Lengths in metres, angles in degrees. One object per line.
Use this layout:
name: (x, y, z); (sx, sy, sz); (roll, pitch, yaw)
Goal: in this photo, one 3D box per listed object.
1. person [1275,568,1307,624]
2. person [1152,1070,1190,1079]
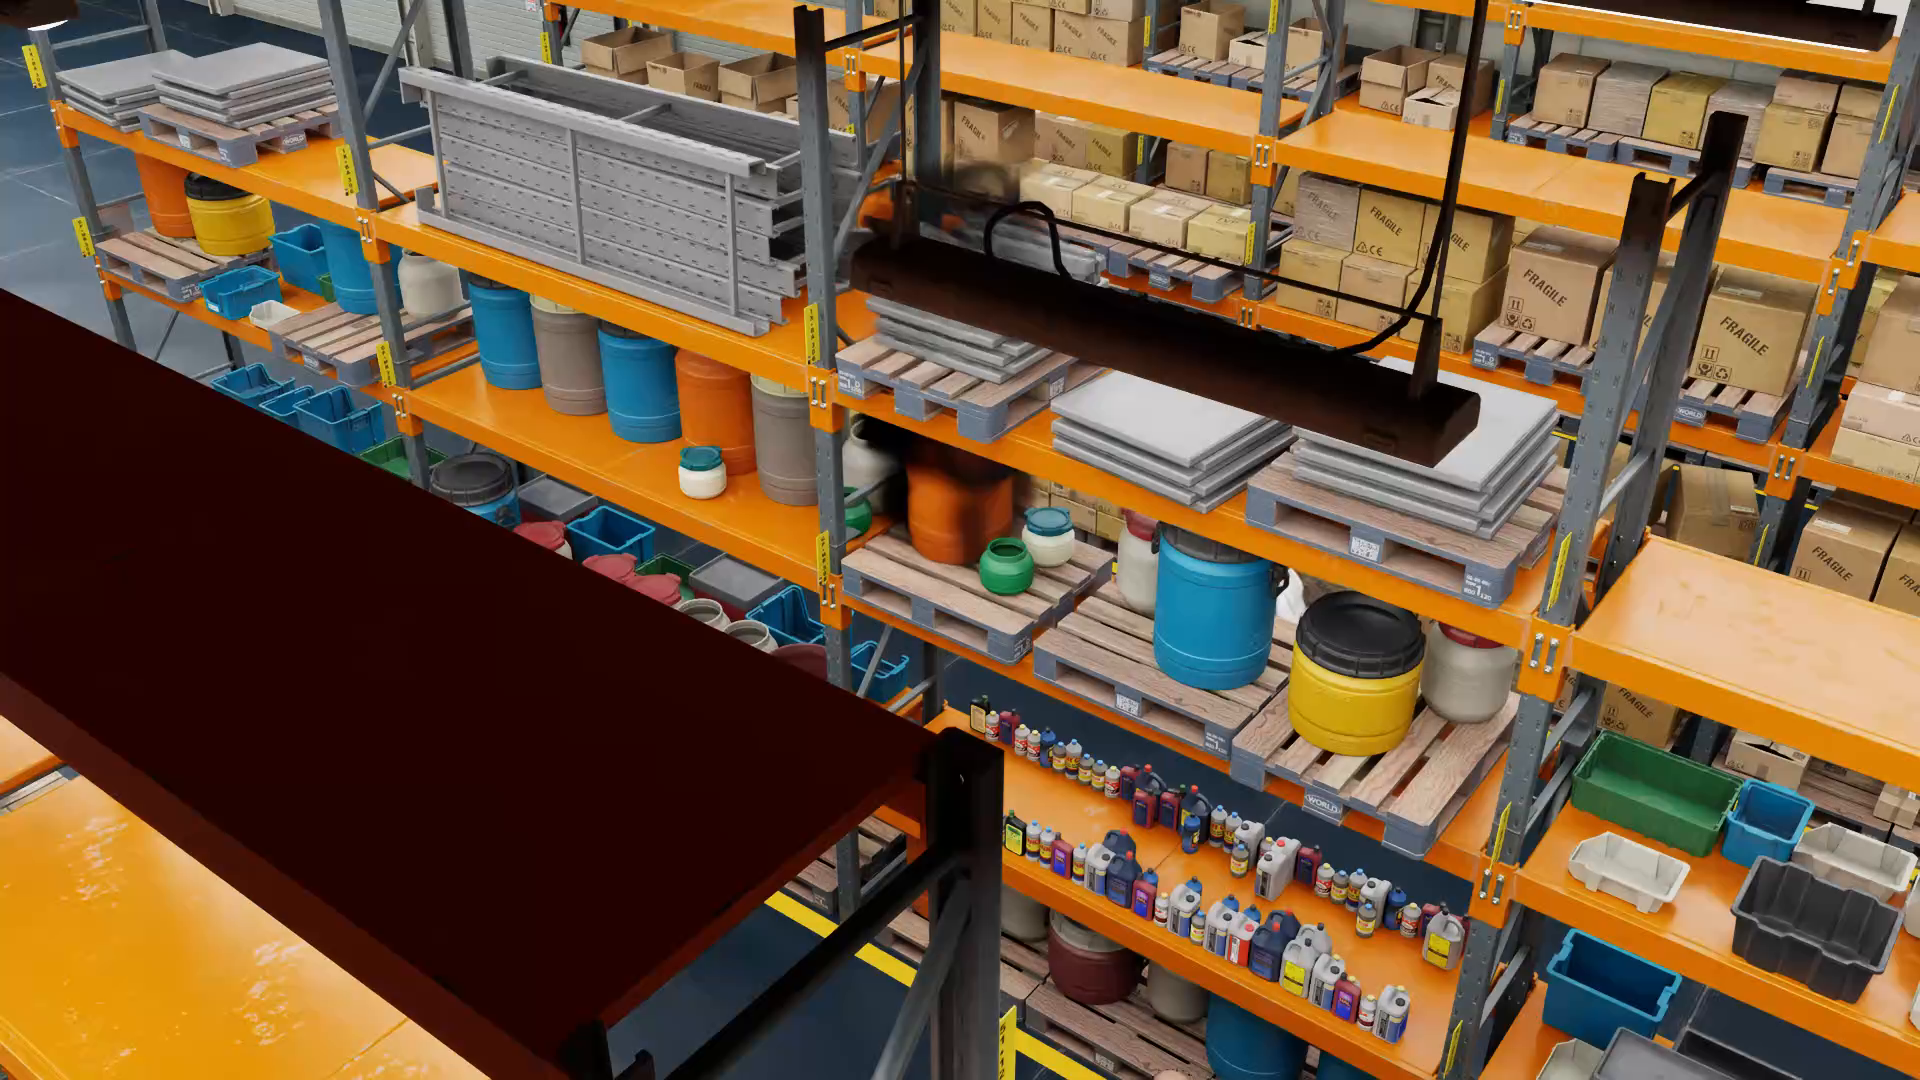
person: (2.493, 0.814, 12.398); (0.921, 1.602, 0.671); (7, 32, 11)
person: (1.005, 3.292, 8.203); (0.908, 1.837, 0.677); (15, 35, 23)
